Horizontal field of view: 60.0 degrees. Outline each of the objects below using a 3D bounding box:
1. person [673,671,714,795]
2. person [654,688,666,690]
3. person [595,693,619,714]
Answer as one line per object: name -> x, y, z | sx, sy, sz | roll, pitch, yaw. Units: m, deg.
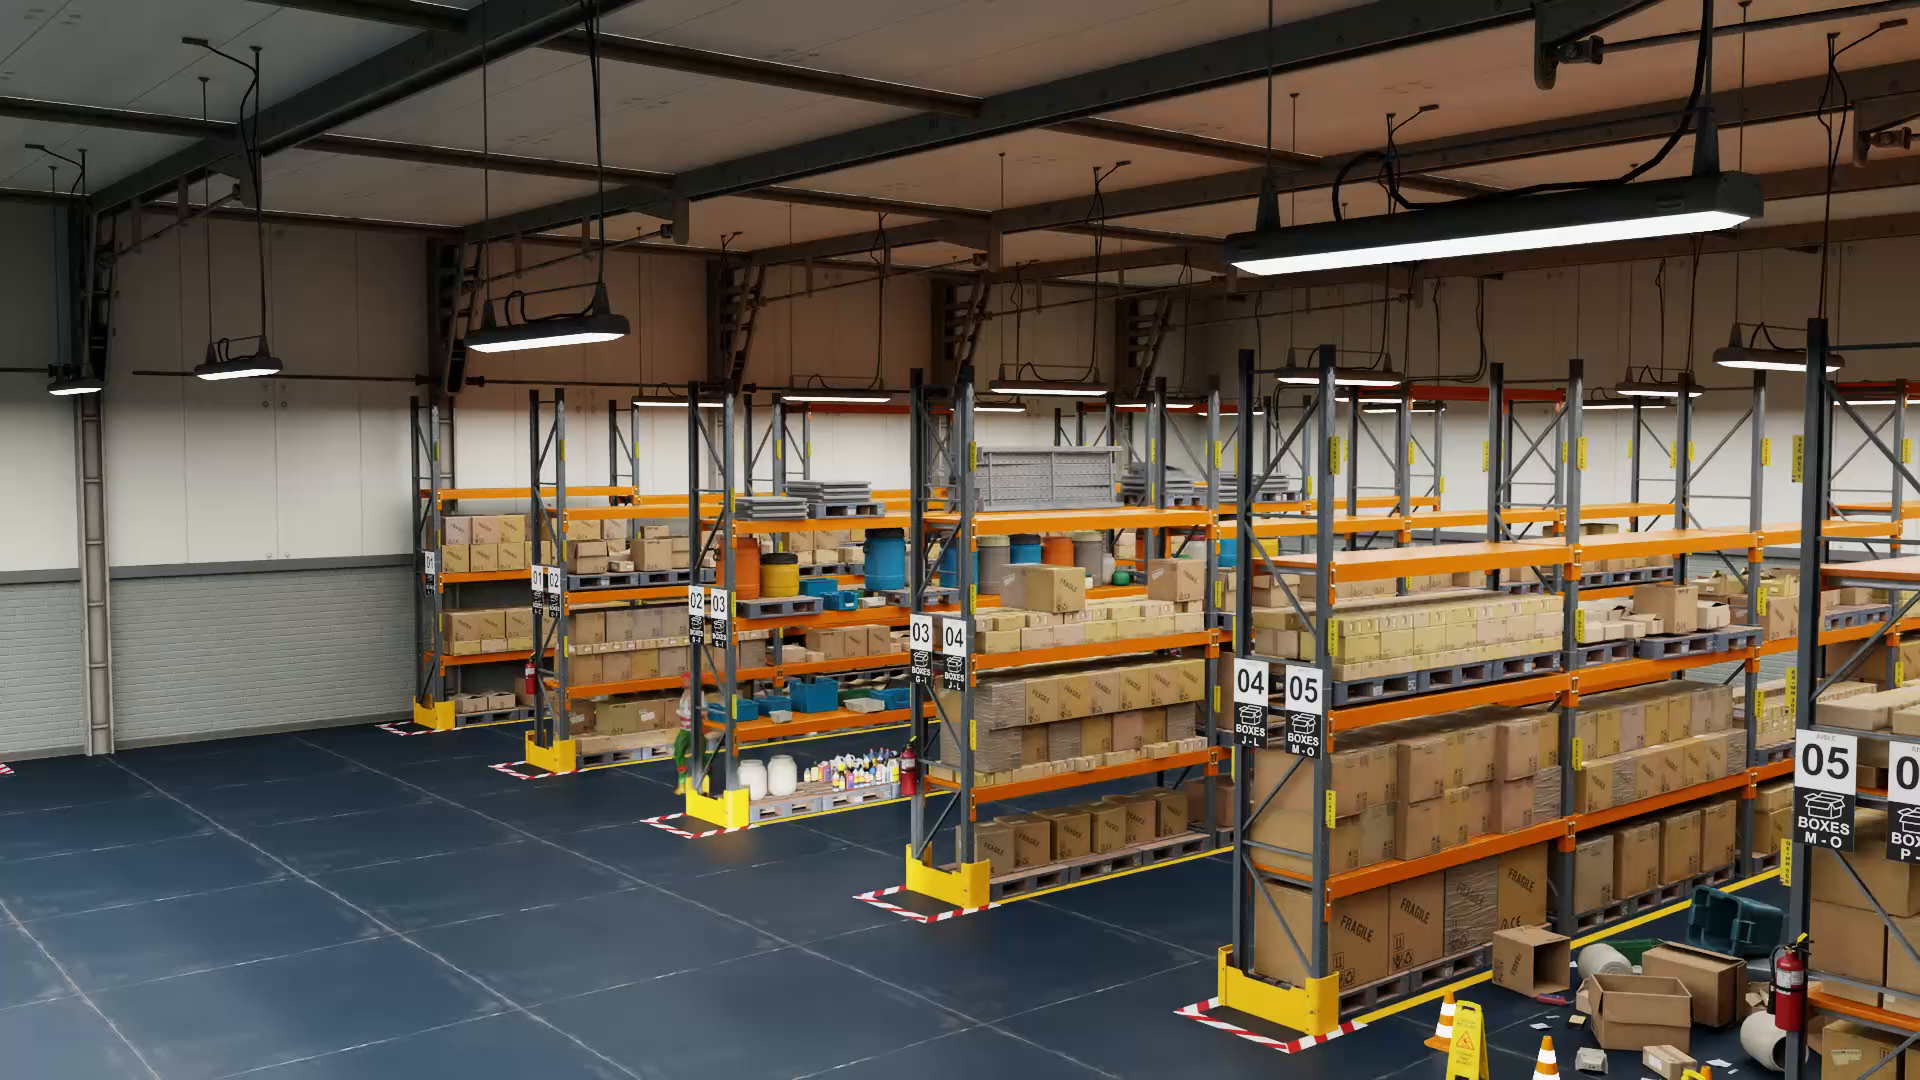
person -> -3.917, 2.843, 24.471 | 0.616, 1.851, 0.779 | 3, 4, 40
person -> -5.379, 2.551, 29.979 | 0.582, 1.690, 0.658 | 2, 4, 33
person -> -6.161, 2.586, 29.144 | 0.656, 1.746, 0.627 | 3, 5, 42
